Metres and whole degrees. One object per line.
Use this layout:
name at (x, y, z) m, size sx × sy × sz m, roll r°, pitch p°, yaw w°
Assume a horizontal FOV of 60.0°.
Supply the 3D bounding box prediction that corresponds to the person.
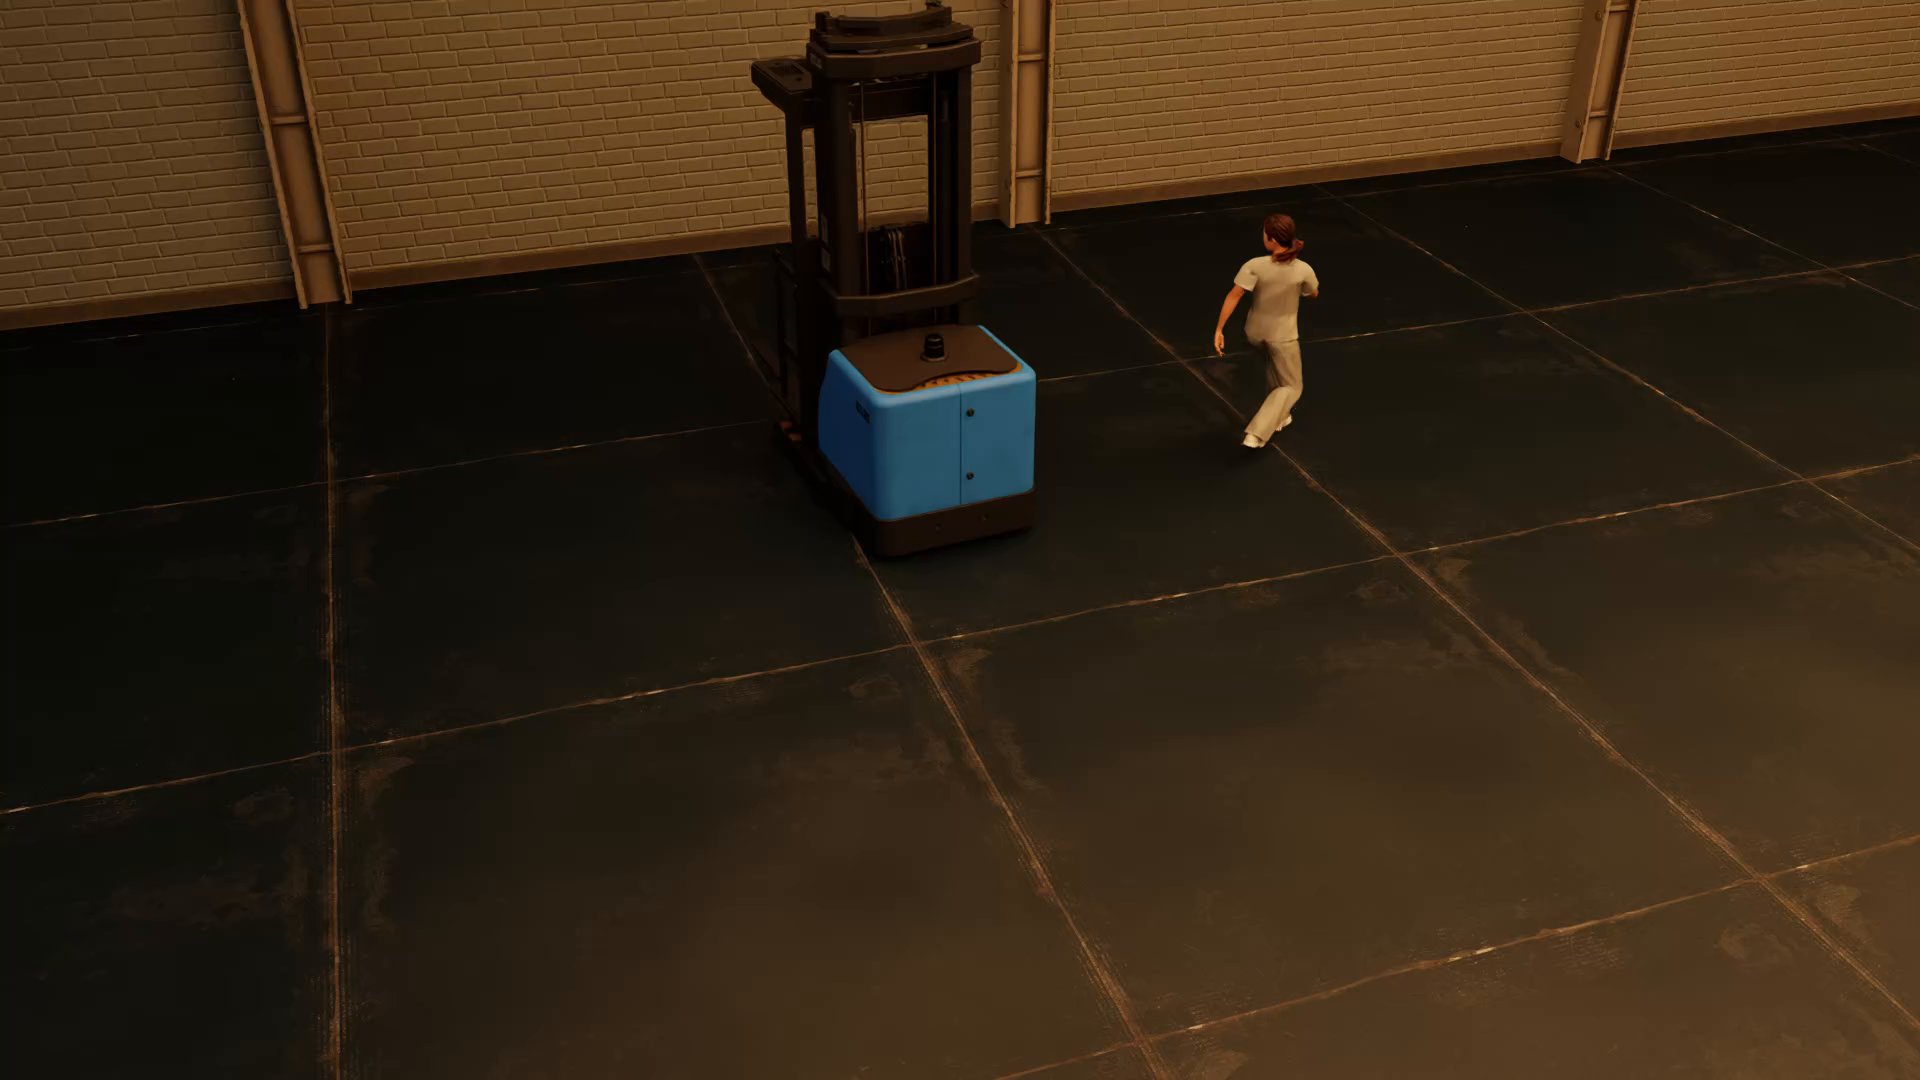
person at (2.033, -1.366, 10.835) m, size 0.485 × 1.593 × 0.817 m, roll 19°, pitch 35°, yaw 29°

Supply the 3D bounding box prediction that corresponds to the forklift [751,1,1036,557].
forklift at (-0.595, -1.889, 10.371) m, size 1.130 × 2.935 × 3.031 m, roll -12°, pitch 32°, yaw -20°
